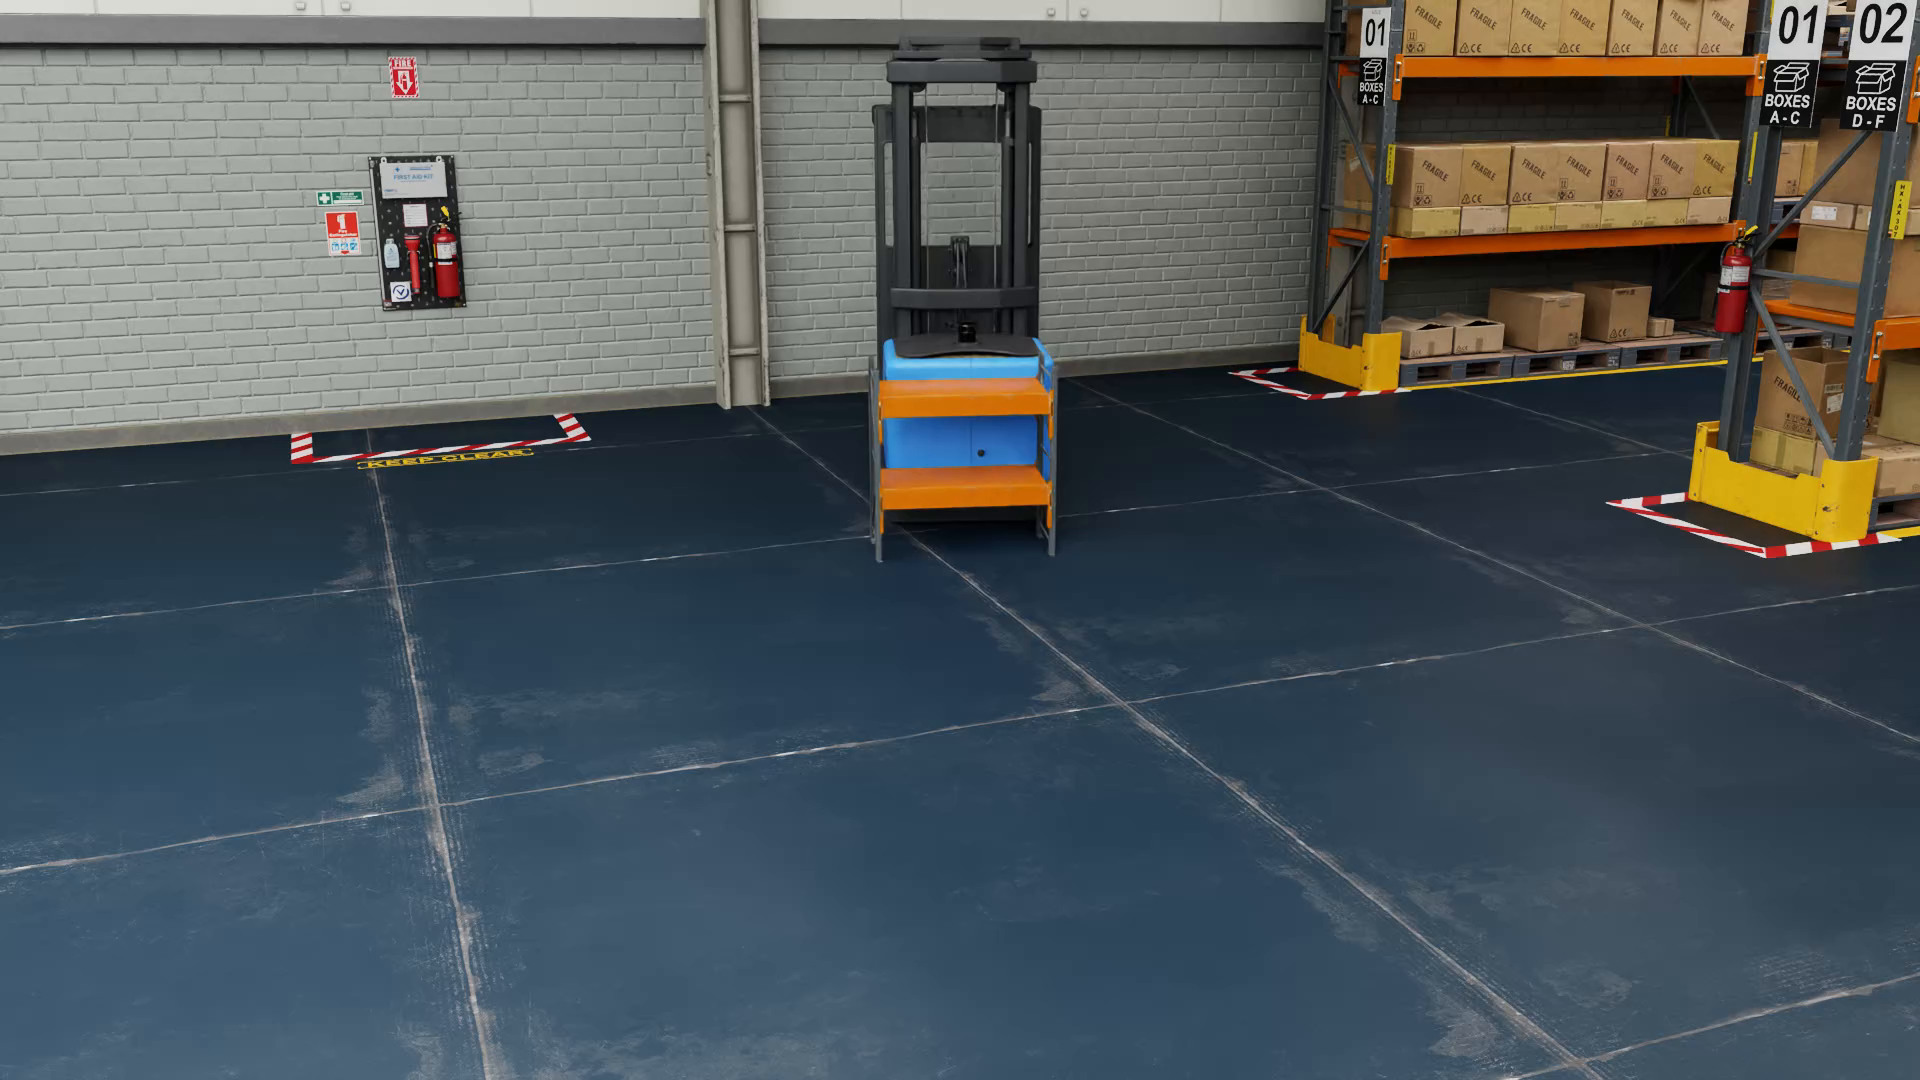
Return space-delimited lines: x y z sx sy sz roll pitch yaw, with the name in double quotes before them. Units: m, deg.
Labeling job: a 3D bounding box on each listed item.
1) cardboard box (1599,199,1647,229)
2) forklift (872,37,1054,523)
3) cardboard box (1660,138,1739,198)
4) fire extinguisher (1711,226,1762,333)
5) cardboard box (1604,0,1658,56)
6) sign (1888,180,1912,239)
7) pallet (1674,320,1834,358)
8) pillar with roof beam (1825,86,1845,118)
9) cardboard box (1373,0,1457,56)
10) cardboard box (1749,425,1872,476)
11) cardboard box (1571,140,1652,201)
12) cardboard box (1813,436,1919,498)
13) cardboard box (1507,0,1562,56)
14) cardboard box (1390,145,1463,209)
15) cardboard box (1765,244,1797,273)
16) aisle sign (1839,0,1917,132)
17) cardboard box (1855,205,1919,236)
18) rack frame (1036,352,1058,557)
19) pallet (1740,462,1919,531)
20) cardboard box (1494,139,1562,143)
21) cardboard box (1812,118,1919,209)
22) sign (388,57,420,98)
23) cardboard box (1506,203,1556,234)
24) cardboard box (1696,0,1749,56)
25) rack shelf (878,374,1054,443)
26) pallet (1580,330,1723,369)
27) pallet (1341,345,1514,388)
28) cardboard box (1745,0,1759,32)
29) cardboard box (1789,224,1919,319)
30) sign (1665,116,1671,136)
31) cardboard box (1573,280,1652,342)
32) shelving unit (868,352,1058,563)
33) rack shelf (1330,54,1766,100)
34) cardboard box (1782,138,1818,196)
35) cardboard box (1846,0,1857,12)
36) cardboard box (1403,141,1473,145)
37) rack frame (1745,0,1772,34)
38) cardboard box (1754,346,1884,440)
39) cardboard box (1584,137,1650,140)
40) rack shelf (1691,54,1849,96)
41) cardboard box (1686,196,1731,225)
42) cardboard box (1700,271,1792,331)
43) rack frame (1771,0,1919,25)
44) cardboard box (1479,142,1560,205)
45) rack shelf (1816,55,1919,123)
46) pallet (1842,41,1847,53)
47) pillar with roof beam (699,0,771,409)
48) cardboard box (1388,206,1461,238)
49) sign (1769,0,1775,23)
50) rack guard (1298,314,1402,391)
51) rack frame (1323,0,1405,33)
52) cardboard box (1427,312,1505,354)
"cardboard box" 5.903 -3.004 15.236 0.500 0.250 0.500 -6 17 -20
"forklift" -0.033 -1.878 11.290 1.130 2.935 3.031 -1 16 -4
"cardboard box" 6.838 -3.465 15.475 0.500 0.500 0.500 -6 17 -20
"fire extinguisher" 4.933 -1.664 10.578 0.183 0.674 0.296 -6 17 -20
"cardboard box" 5.805 -4.564 14.781 0.500 0.500 0.500 -7 18 -22
"sign" 5.403 -1.897 9.559 0.005 0.325 0.100 -6 17 -20
"pallet" 7.895 -2.038 16.663 1.213 0.211 1.003 -6 17 -20
"pillar with roof beam" 10.921 -5.543 13.002 0.400 9.000 9.100 -6 17 -20
"cardboard box" 3.835 -4.358 14.080 0.500 0.500 0.500 -6 17 -19
"cardboard box" 5.605 -0.605 10.969 0.500 0.250 0.500 -6 17 -20
"cardboard box" 5.900 -3.366 15.135 0.500 0.500 0.500 -7 18 -22
"cardboard box" 5.790 -0.468 10.505 0.500 0.250 0.500 -6 17 -20
"cardboard box" 4.833 -4.457 14.414 0.500 0.500 0.500 -5 17 -18
"cardboard box" 3.987 -3.160 14.436 0.500 0.500 0.500 -6 17 -20
"cardboard box" 8.260 -2.792 16.608 0.500 0.250 0.500 -7 18 -21
"aisle sign" 5.258 -2.751 9.528 0.004 0.787 0.394 -6 17 -20
"cardboard box" 5.653 -1.933 10.028 0.250 0.149 0.380 -6 18 -20
"rack frame" 0.512 -0.510 9.839 0.032 1.125 0.500 -2 16 -6
"pallet" 5.909 -0.341 10.885 1.213 0.211 1.003 -6 17 -20
"cardboard box" 5.223 -3.447 15.412 0.500 0.500 0.500 -6 17 -19
"cardboard box" 5.700 -2.310 10.162 0.500 0.500 0.700 -6 17 -20
"sign" -4.189 -3.485 12.530 0.199 0.298 0.001 -6 17 -20
"cardboard box" 4.960 -2.903 14.891 0.500 0.250 0.500 -6 18 -21
"cardboard box" 6.783 -4.678 15.167 0.500 0.500 0.500 -6 17 -19
"rack shelf" 0.007 -0.774 9.700 1.000 0.278 0.538 -2 16 -6
"pallet" 6.554 -1.882 16.133 1.213 0.211 1.003 -6 17 -20
"pallet" 4.276 -1.636 15.295 1.213 0.211 1.003 -6 17 -20
"cardboard box" 7.708 -5.020 15.622 0.500 0.500 0.500 -4 17 -12
"cardboard box" 5.650 -1.682 10.326 0.500 0.500 0.700 -6 17 -20
"sign" 6.967 -3.998 16.335 0.005 0.325 0.100 -6 17 -20
"cardboard box" 6.214 -2.194 15.900 0.500 0.500 0.500 -8 18 -24
"shelving unit" 0.007 -0.494 9.783 1.048 1.125 0.538 -2 16 -6
"rack shelf" 5.301 -4.189 14.994 4.000 0.370 1.077 -6 17 -20
"cardboard box" 8.181 -3.653 16.255 0.500 0.500 0.700 -4 17 -14
"cardboard box" 5.748 -3.405 9.869 0.637 0.503 0.797 -5 17 -16
"cardboard box" 4.271 -3.343 15.058 0.500 0.500 0.500 -6 17 -19
"rack frame" 7.169 -6.175 15.157 0.127 3.000 1.000 -6 17 -20
"cardboard box" 5.604 -0.965 10.865 0.500 0.500 0.500 -6 17 -20
"cardboard box" 6.171 -3.551 15.766 0.500 0.500 0.500 -6 17 -20
"rack shelf" 9.036 -4.593 16.367 4.000 0.370 1.077 -6 17 -20
"cardboard box" 6.835 -3.107 15.586 0.500 0.250 0.500 -6 17 -20
"cardboard box" 7.850 -2.387 16.560 0.500 0.500 0.700 -6 17 -18
"rack frame" 5.210 -4.469 9.346 0.127 3.000 1.000 -6 17 -20
"cardboard box" 4.937 -3.258 14.768 0.500 0.500 0.500 -7 18 -22
"rack shelf" 7.077 -2.886 10.557 4.000 0.370 1.077 -6 17 -20
"pallet" 8.751 -4.786 16.081 1.003 0.211 1.213 -6 17 -20
"pillar with roof beam" -0.285 -4.333 8.882 0.400 9.000 9.100 -6 17 -20
"cardboard box" 4.003 -2.797 14.530 0.500 0.250 0.500 -7 18 -22
"sign" 7.370 -4.842 15.023 0.005 0.325 0.100 -6 17 -20
"rack guard" 3.505 -1.702 15.007 0.348 0.500 1.175 -6 17 -20
"rack frame" 3.434 -5.772 13.783 0.127 3.000 1.000 -6 17 -20
"cardboard box" 4.644 -1.918 15.298 0.500 0.311 0.500 -5 17 -15
